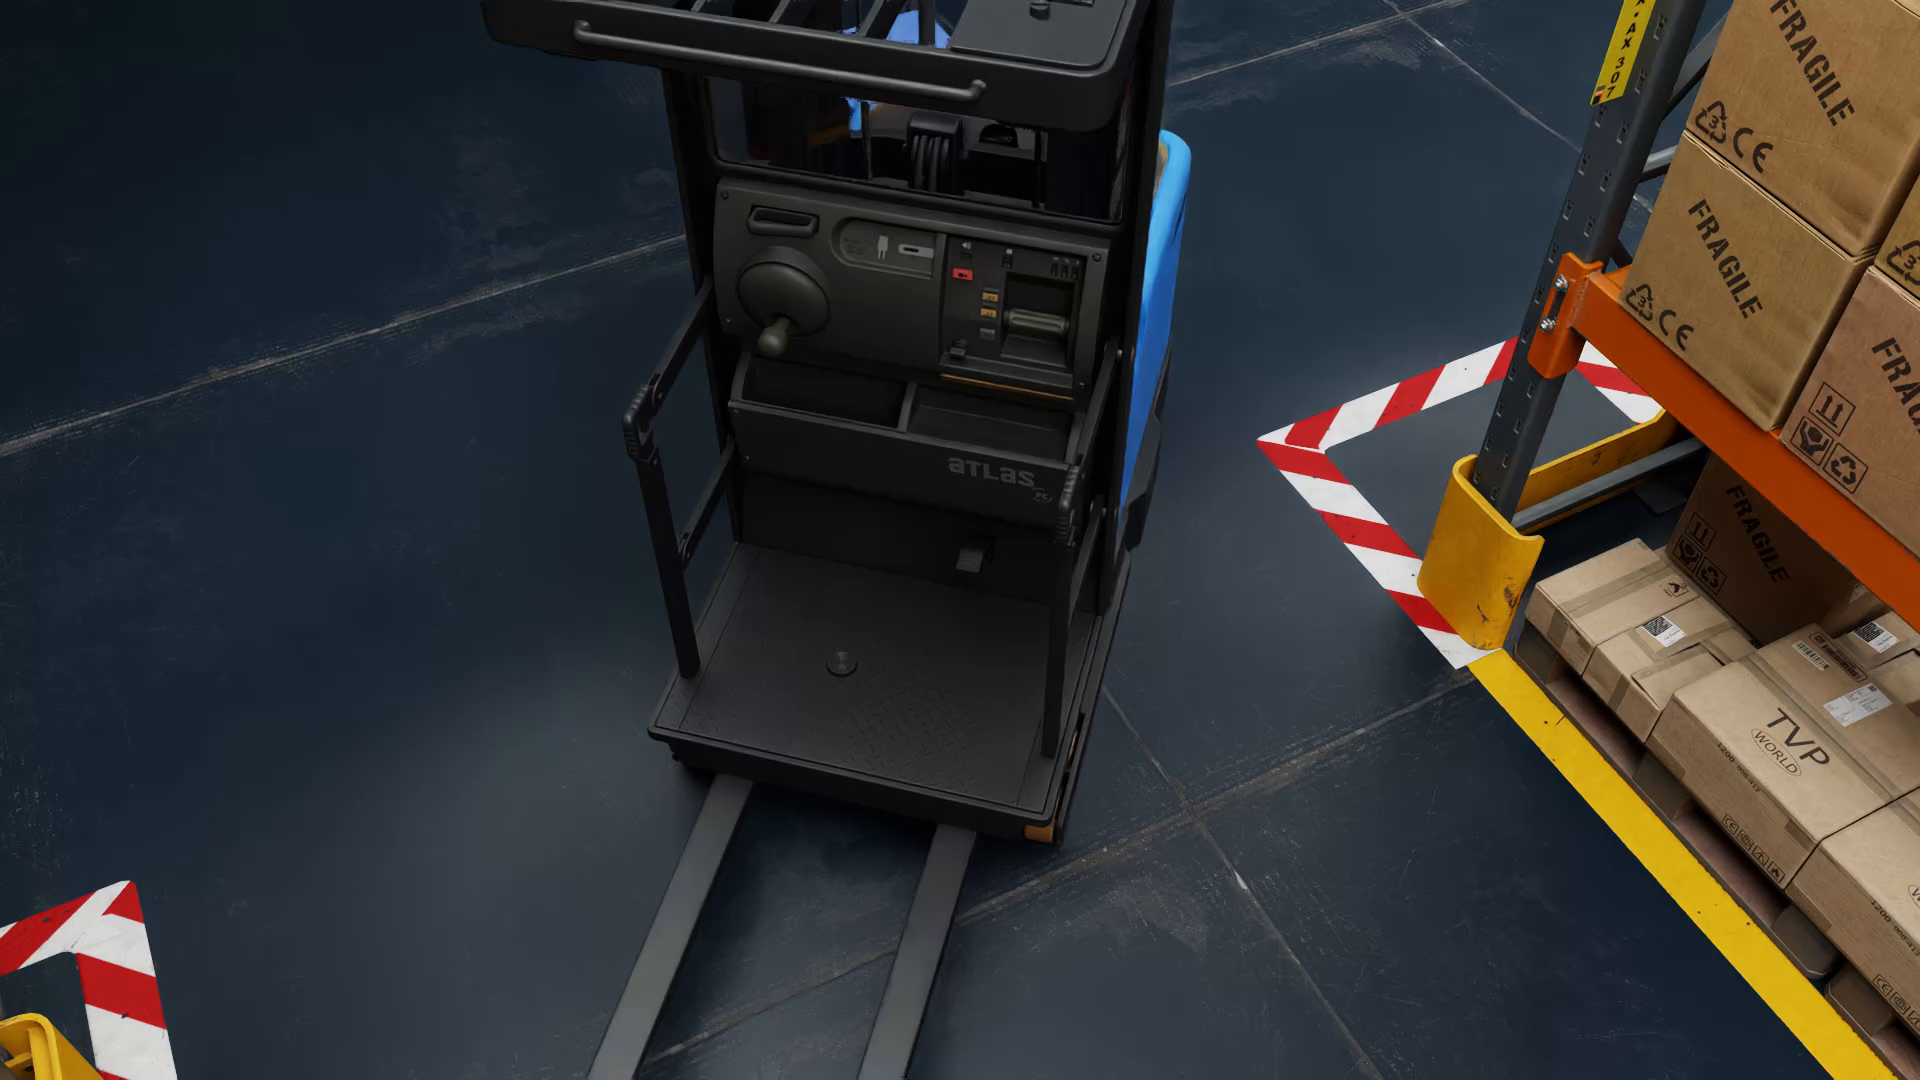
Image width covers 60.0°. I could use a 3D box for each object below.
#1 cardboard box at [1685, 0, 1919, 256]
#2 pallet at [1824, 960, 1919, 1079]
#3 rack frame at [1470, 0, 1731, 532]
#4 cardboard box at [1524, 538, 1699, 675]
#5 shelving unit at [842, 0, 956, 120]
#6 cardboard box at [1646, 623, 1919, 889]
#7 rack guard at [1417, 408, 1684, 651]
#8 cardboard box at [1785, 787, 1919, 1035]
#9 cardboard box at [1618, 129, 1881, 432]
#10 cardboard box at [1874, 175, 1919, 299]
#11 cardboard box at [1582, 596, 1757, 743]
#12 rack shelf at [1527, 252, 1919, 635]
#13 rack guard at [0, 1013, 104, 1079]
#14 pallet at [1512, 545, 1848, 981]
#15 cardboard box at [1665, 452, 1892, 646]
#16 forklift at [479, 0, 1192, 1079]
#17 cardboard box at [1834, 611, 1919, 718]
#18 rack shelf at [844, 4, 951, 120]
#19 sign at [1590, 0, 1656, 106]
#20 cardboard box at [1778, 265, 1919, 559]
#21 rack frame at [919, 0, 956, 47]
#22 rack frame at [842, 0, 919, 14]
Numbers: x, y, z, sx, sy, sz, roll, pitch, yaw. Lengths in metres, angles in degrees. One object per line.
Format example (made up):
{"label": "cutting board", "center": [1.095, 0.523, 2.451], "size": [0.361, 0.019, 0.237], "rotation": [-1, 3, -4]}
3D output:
{"label": "cardboard box", "center": [1.919, -0.981, 3.385], "size": [0.500, 0.500, 0.500], "rotation": [-20, 52, -16]}
{"label": "pallet", "center": [2.905, 1.311, 3.964], "size": [1.003, 0.211, 1.213], "rotation": [-21, 52, -18]}
{"label": "rack frame", "center": [1.950, -1.007, 4.138], "size": [1.000, 3.000, 0.127], "rotation": [-21, 52, -18]}
{"label": "cardboard box", "center": [1.836, 0.185, 4.697], "size": [0.380, 0.149, 0.250], "rotation": [-21, 52, -18]}
{"label": "shelving unit", "center": [-0.132, -1.615, 5.666], "size": [0.538, 1.500, 1.048], "rotation": [-22, 52, -18]}
{"label": "cardboard box", "center": [2.176, 0.550, 4.311], "size": [0.500, 0.250, 0.500], "rotation": [-21, 52, -18]}
{"label": "rack guard", "center": [1.985, -0.133, 5.034], "size": [1.175, 0.500, 0.348], "rotation": [-21, 52, -18]}
{"label": "cardboard box", "center": [2.405, 0.884, 4.018], "size": [0.500, 0.250, 0.500], "rotation": [-21, 52, -18]}
{"label": "cardboard box", "center": [1.919, -0.652, 3.761], "size": [0.500, 0.500, 0.500], "rotation": [-20, 52, -17]}
{"label": "cardboard box", "center": [2.165, -0.634, 3.081], "size": [0.500, 0.500, 0.500], "rotation": [-21, 52, -17]}
{"label": "cardboard box", "center": [1.951, 0.347, 4.544], "size": [0.380, 0.166, 0.250], "rotation": [-21, 52, -18]}
{"label": "rack shelf", "center": [2.866, 0.568, 3.238], "size": [1.077, 0.370, 4.000], "rotation": [-21, 52, -18]}
{"label": "rack guard", "center": [-2.464, 1.509, 3.598], "size": [1.175, 0.500, 0.348], "rotation": [-21, 52, -18]}
{"label": "pallet", "center": [2.351, 0.495, 4.677], "size": [1.003, 0.211, 1.213], "rotation": [-21, 52, -18]}
{"label": "cardboard box", "center": [2.418, -0.050, 4.669], "size": [0.500, 0.500, 0.500], "rotation": [-21, 52, -18]}
{"label": "forklift", "center": [-0.178, -0.475, 3.718], "size": [1.130, 2.935, 3.031], "rotation": [11, 50, 10]}
{"label": "cardboard box", "center": [2.523, 0.362, 4.531], "size": [0.380, 0.166, 0.250], "rotation": [-21, 52, -18]}
{"label": "rack shelf", "center": [-0.132, -1.496, 5.801], "size": [0.538, 0.185, 1.000], "rotation": [-22, 52, -18]}
{"label": "sign", "center": [1.468, -1.105, 3.649], "size": [0.100, 0.325, 0.005], "rotation": [-21, 52, -18]}
{"label": "cardboard box", "center": [2.160, -0.309, 3.461], "size": [0.500, 0.500, 0.500], "rotation": [-22, 52, -18]}
{"label": "rack frame", "center": [0.106, -1.277, 5.370], "size": [0.500, 1.500, 0.032], "rotation": [-22, 52, -18]}
{"label": "rack frame", "center": [-0.370, -1.953, 5.961], "size": [0.500, 1.500, 0.032], "rotation": [-22, 52, -18]}
